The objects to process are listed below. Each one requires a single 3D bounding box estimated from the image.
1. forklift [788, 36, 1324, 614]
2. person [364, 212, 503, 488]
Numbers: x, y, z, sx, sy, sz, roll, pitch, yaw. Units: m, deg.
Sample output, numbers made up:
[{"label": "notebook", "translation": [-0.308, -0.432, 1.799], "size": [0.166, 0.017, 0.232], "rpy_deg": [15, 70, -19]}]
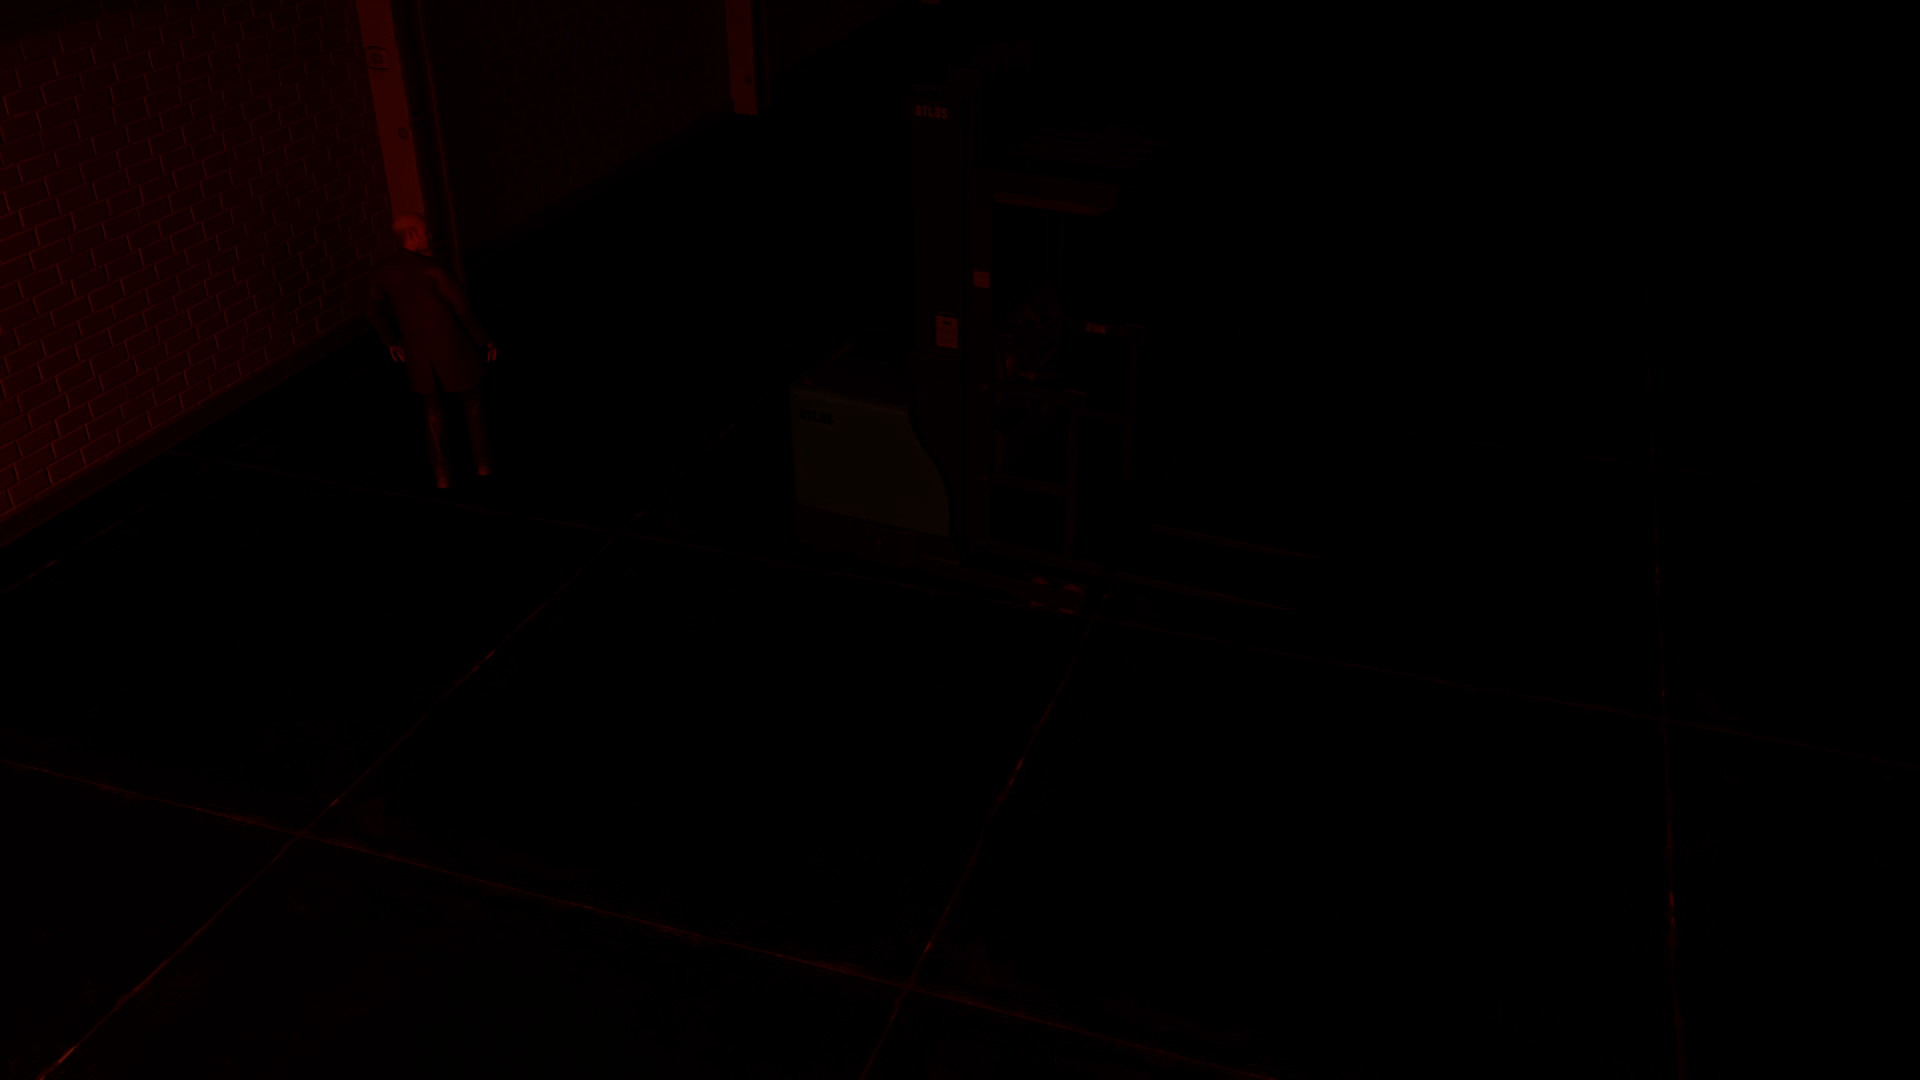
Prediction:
[{"label": "forklift", "translation": [0.562, -1.155, 9.162], "size": [3.031, 2.935, 1.130], "rpy_deg": [12, 32, 20]}, {"label": "person", "translation": [-3.270, -1.222, 10.460], "size": [0.787, 1.766, 0.561], "rpy_deg": [3, 30, 5]}]
